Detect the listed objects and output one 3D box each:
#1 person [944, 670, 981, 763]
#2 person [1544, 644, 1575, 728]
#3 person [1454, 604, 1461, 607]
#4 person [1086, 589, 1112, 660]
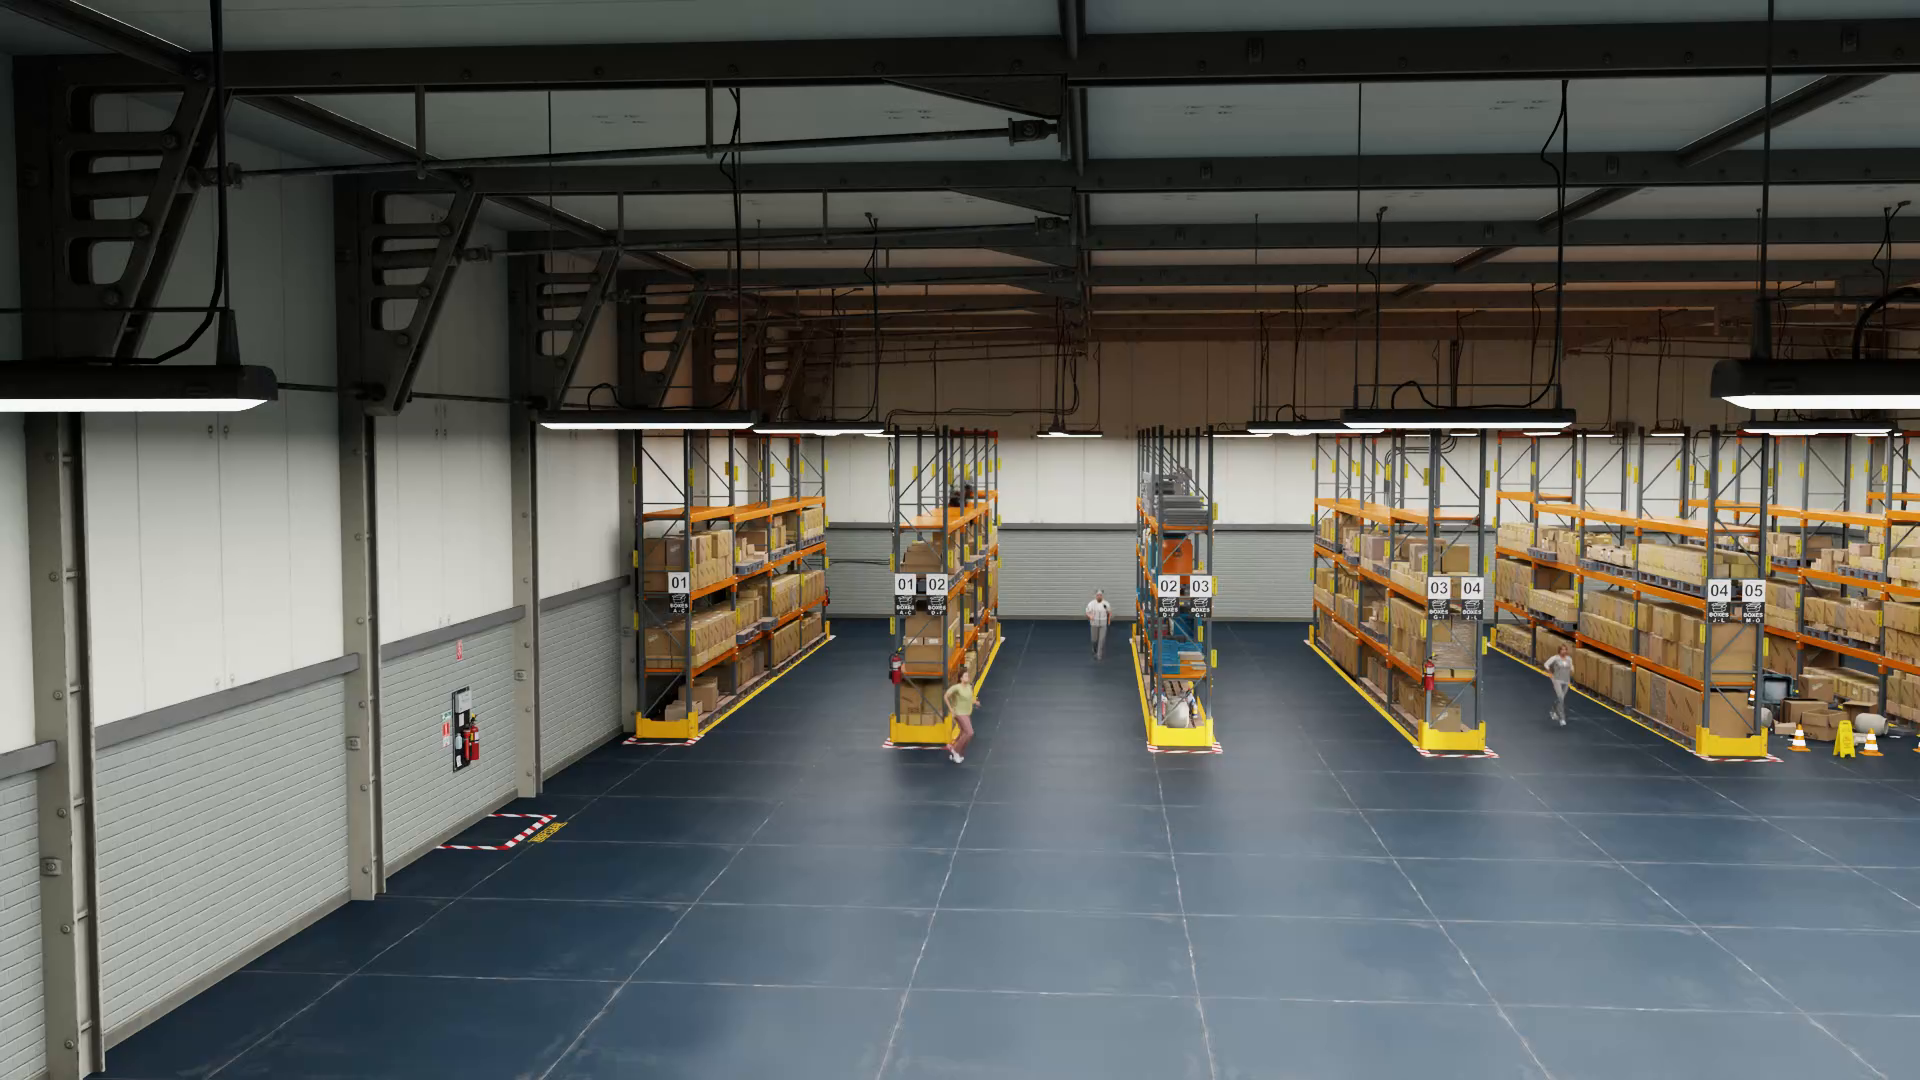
[{"bbox_3d":[0.060,3.203,29.477,0.623,1.478,0.563,3,4,36],"label":"person"},{"bbox_3d":[12.089,2.906,33.474,0.528,1.640,0.768,-1,3,-9],"label":"person"},{"bbox_3d":[13.415,2.186,44.732,0.661,1.795,0.764,1,3,11],"label":"person"},{"bbox_3d":[3.442,2.095,41.145,0.664,1.774,0.619,0,3,-1],"label":"person"}]
